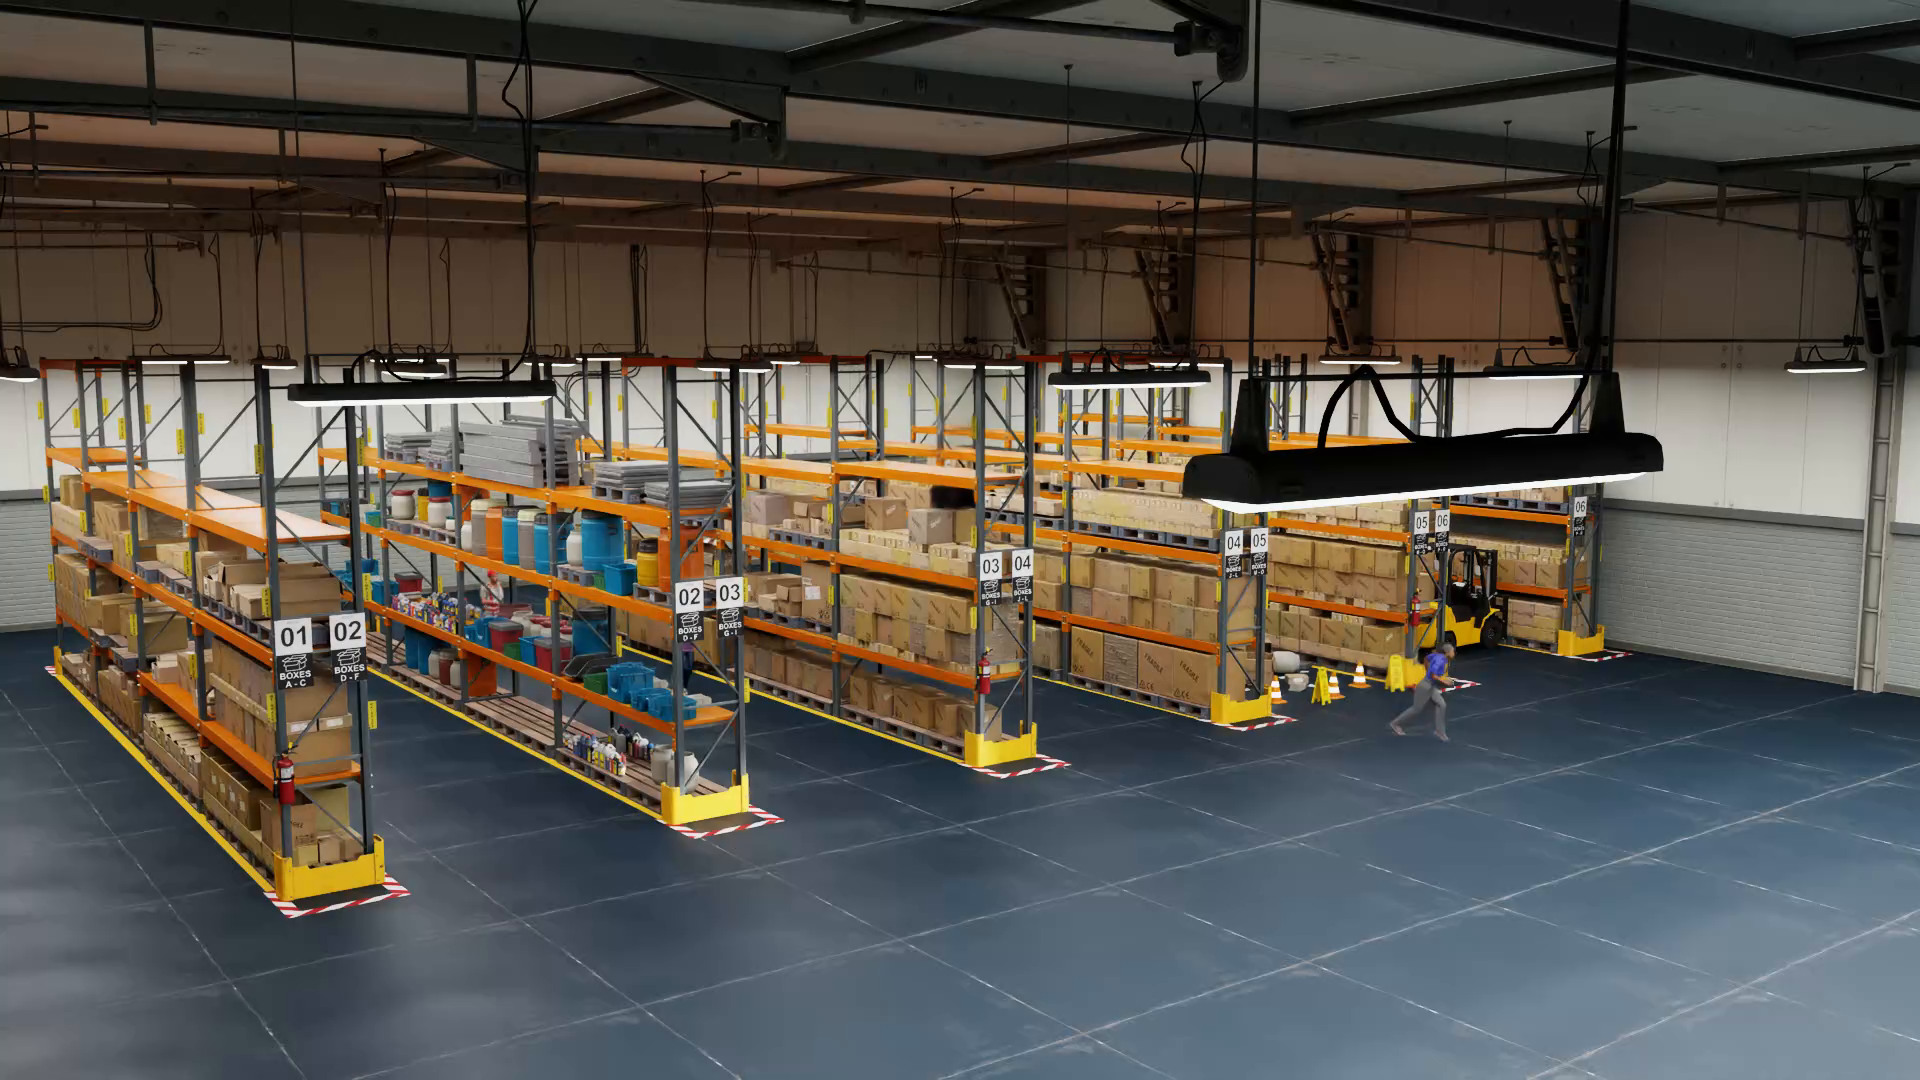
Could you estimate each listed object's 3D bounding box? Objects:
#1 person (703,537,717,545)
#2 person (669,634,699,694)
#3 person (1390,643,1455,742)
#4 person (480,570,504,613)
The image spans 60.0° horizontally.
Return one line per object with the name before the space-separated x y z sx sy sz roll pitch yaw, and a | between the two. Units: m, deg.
person | -5.995 0.648 40.118 0.696 1.799 0.909 0 7 -1
person | -4.917 1.991 29.758 0.516 1.554 0.529 -6 9 -39
person | 7.342 2.414 26.425 0.965 1.616 0.618 2 7 14
person | -9.248 1.477 32.980 0.886 1.840 0.647 7 9 44
